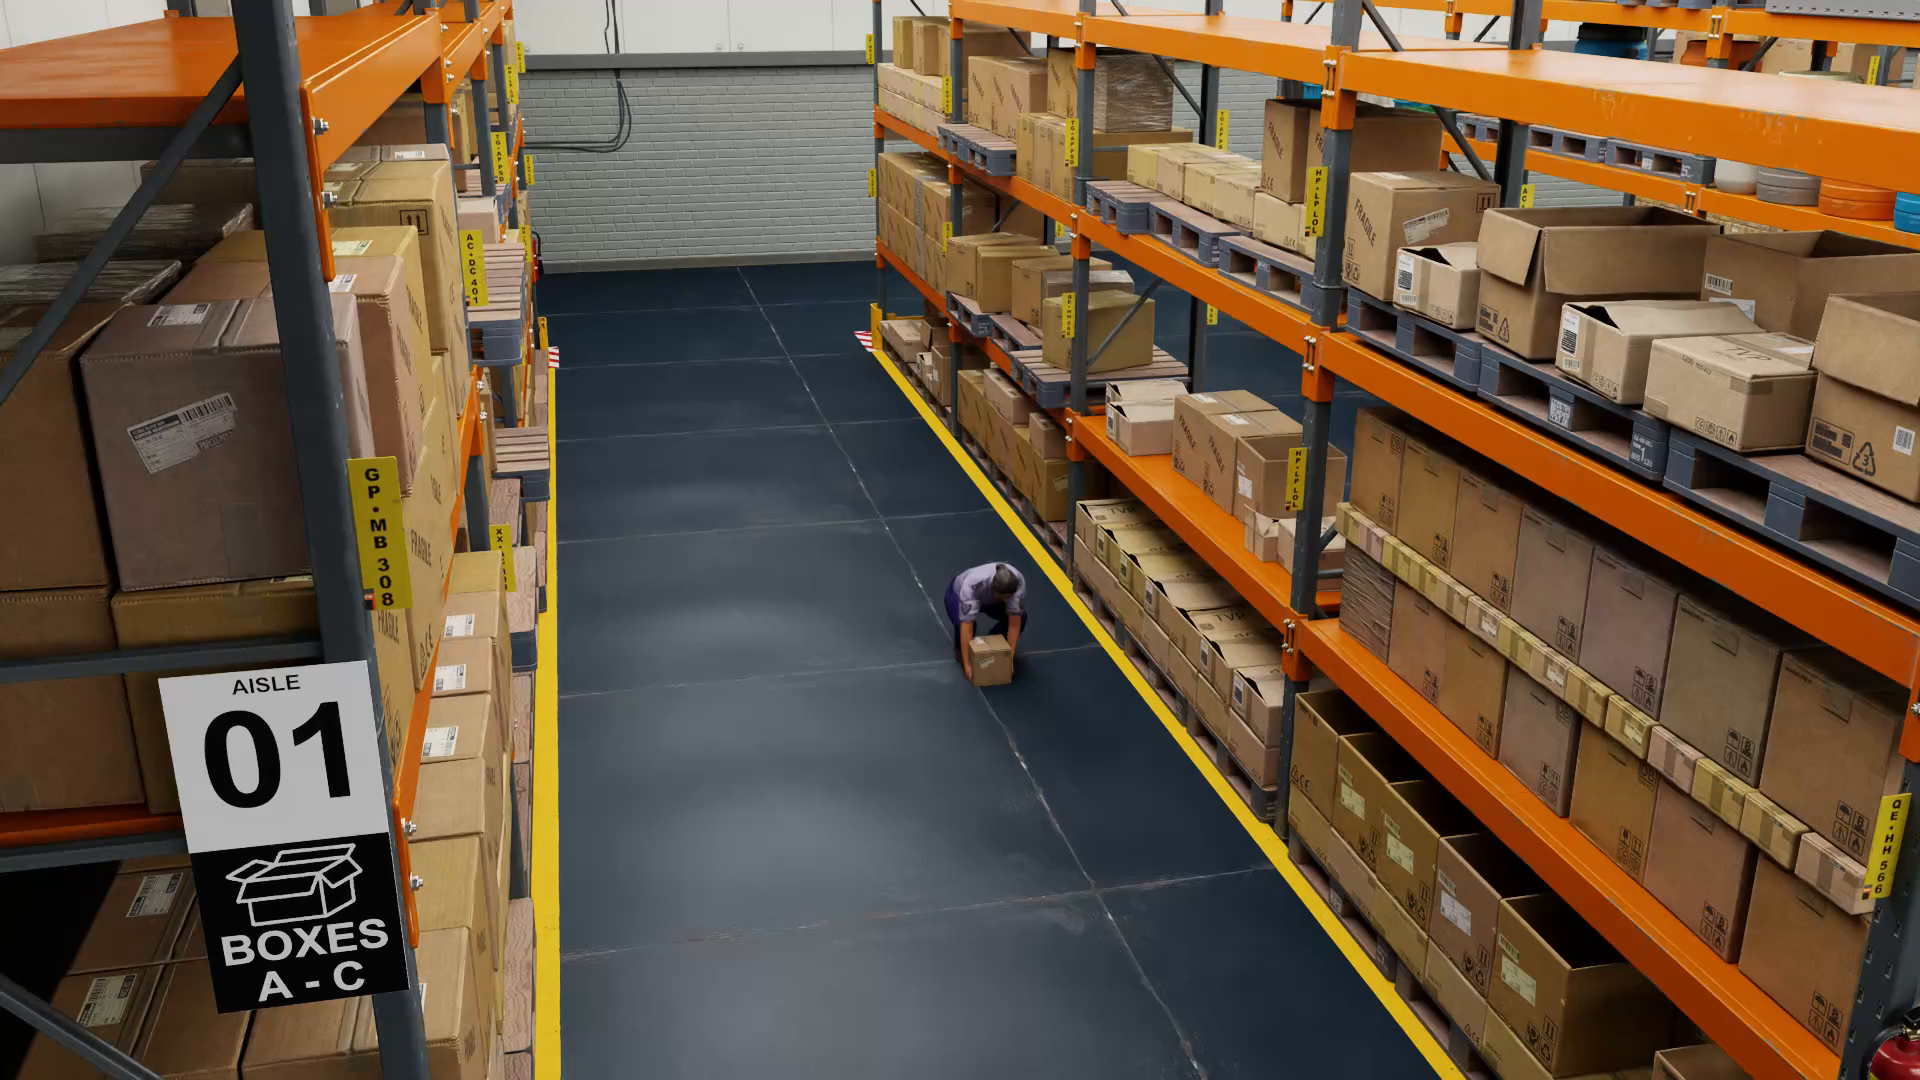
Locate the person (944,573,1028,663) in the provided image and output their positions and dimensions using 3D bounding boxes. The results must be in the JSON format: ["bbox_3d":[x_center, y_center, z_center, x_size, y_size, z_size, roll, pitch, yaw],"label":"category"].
[{"bbox_3d":[0.152,0.527,11.291,0.508,0.536,0.584,-5,20,-13],"label":"person"}]
